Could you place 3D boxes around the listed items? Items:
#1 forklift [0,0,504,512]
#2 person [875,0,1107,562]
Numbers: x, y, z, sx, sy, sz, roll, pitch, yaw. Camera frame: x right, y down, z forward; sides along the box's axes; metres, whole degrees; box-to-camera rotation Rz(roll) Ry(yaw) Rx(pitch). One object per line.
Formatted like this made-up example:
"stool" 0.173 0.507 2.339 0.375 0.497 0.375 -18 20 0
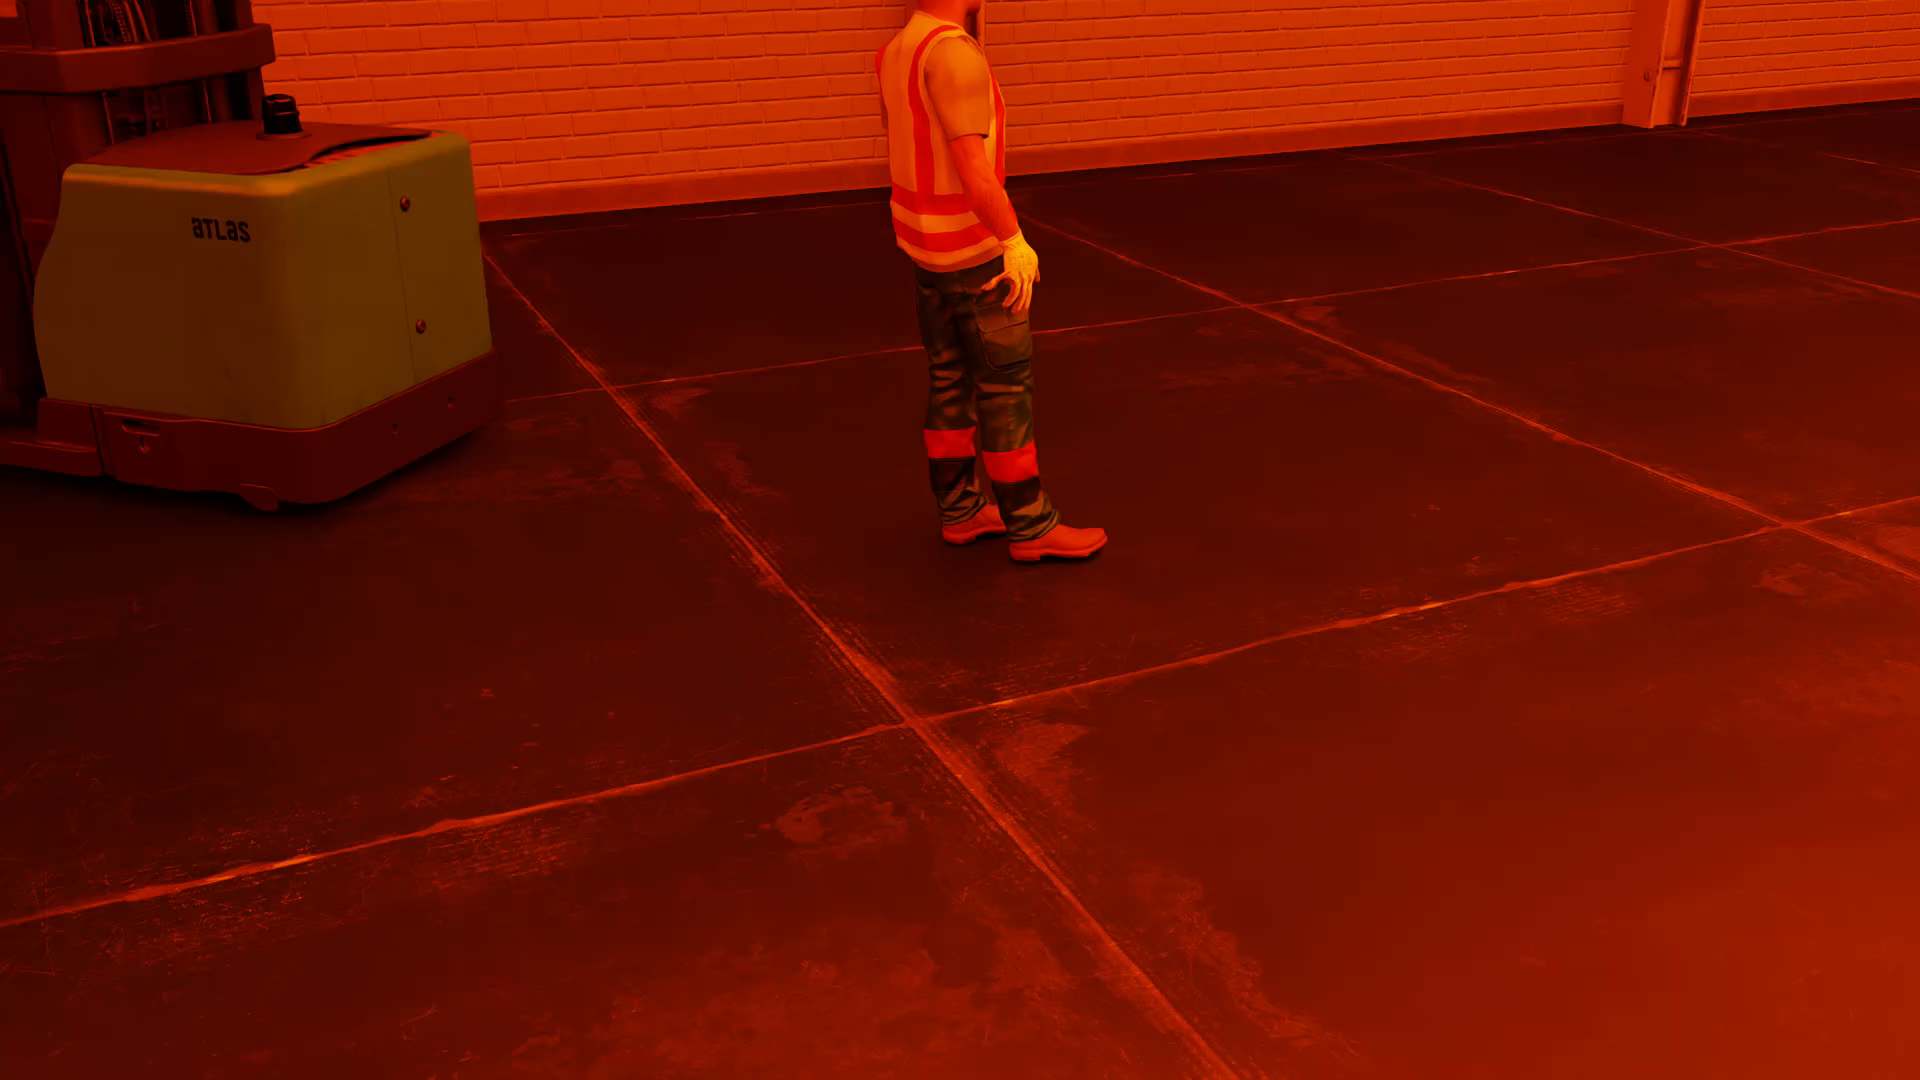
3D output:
"forklift" -3.226 -1.772 5.551 3.031 2.935 1.130 8 24 18
"person" 0.078 -0.842 4.784 0.562 1.789 0.638 -10 25 -23
